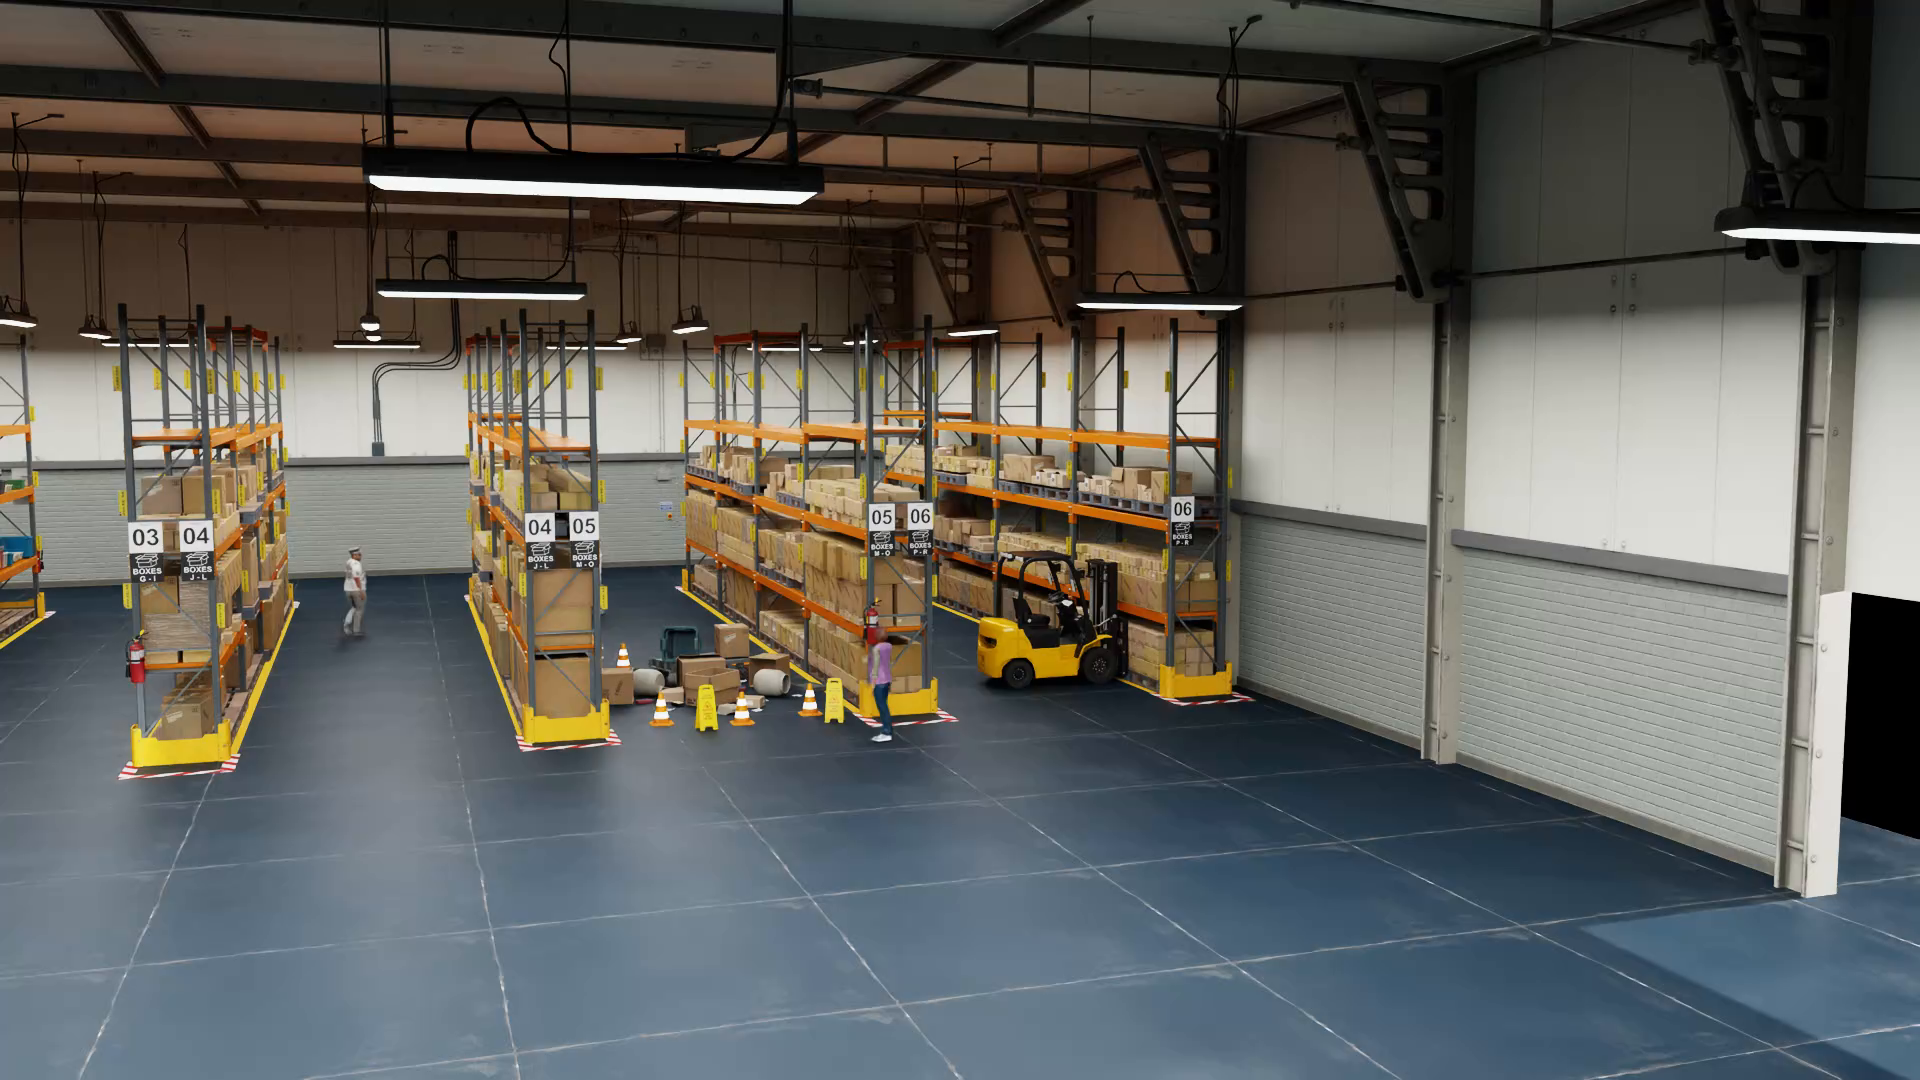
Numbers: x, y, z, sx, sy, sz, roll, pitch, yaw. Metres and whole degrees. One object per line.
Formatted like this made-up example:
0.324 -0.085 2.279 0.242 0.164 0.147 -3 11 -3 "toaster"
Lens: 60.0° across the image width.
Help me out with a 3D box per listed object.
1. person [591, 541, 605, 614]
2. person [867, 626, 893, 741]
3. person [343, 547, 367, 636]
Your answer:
-7.889 0.754 35.868 0.511 1.689 0.380 5 7 42 "person"
-1.107 2.011 23.179 0.354 1.623 0.433 2 6 16 "person"
-11.914 1.012 32.770 0.533 1.777 0.498 3 6 25 "person"
